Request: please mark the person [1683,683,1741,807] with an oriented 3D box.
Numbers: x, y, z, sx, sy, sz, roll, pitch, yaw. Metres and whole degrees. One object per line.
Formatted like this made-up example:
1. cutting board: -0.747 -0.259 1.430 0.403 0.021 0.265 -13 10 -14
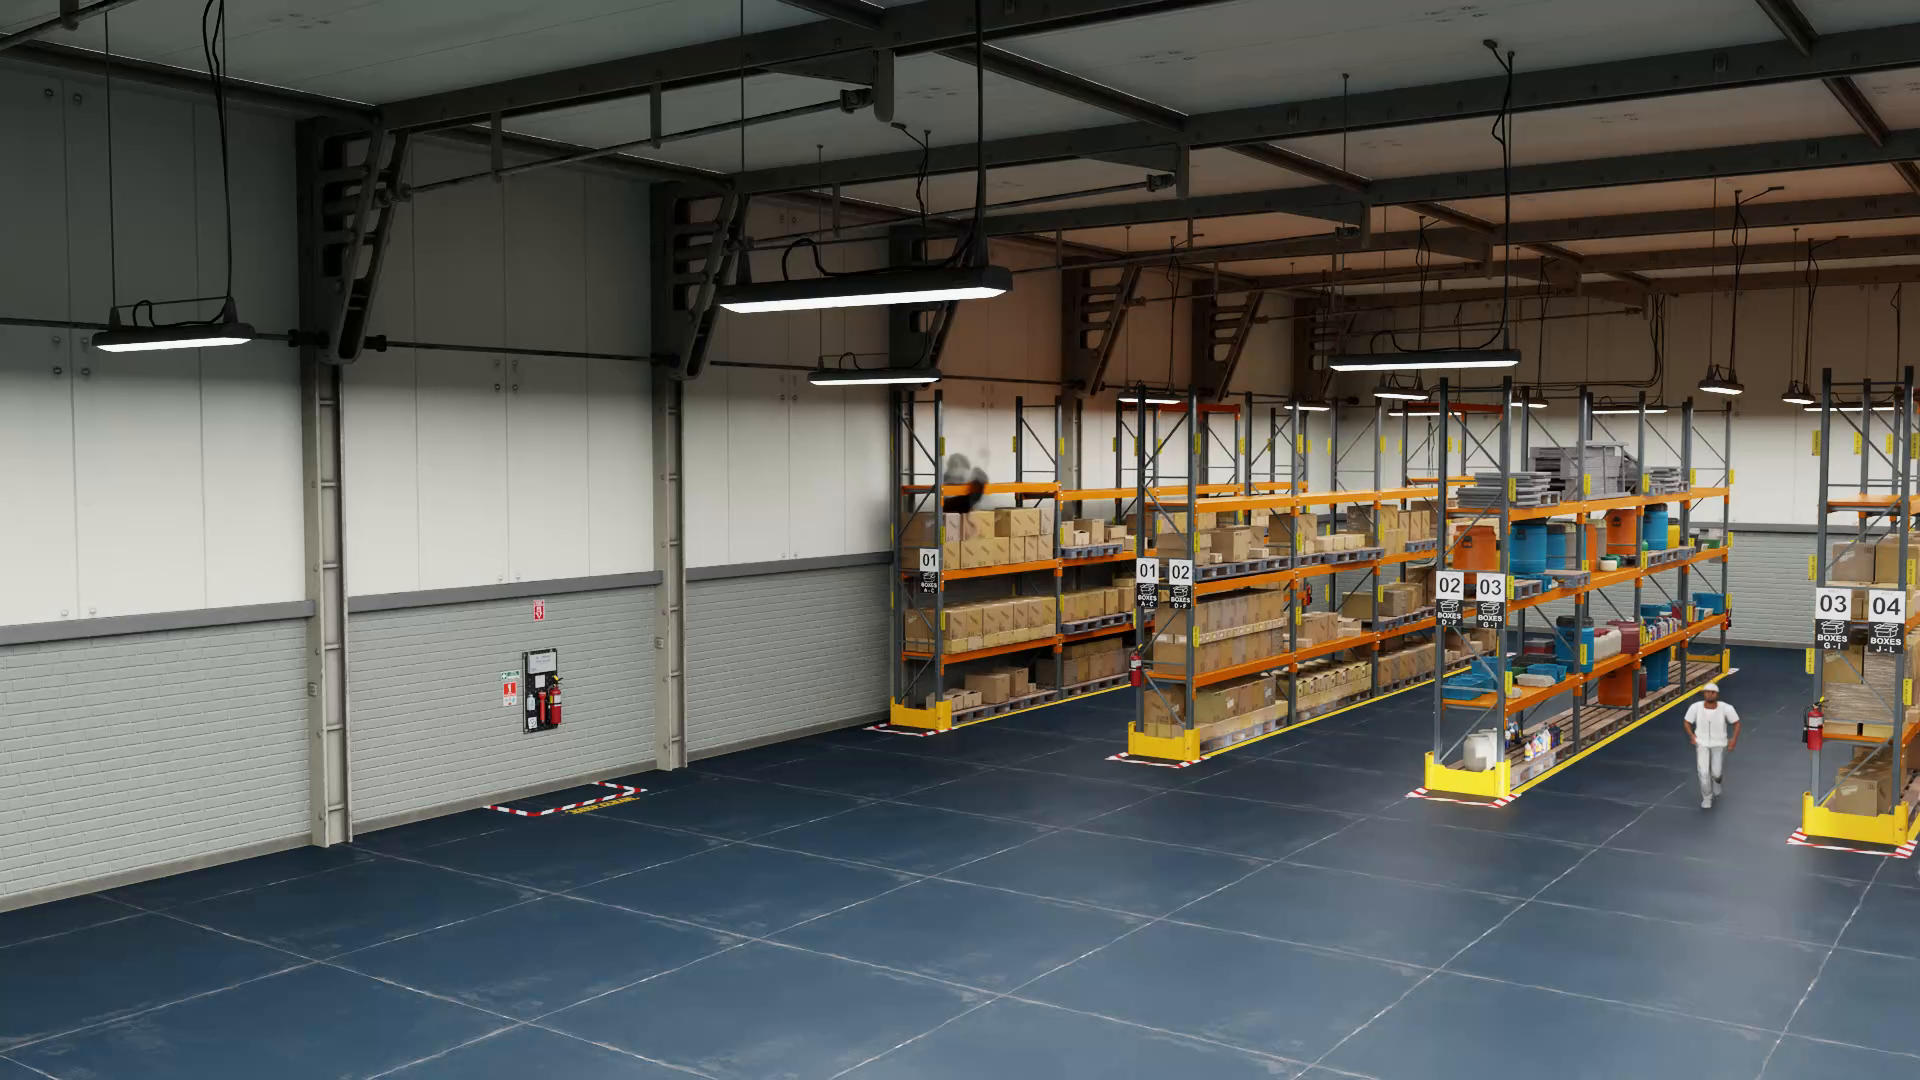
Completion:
1. person: 10.459 2.843 23.161 0.728 1.726 0.570 2 4 28
